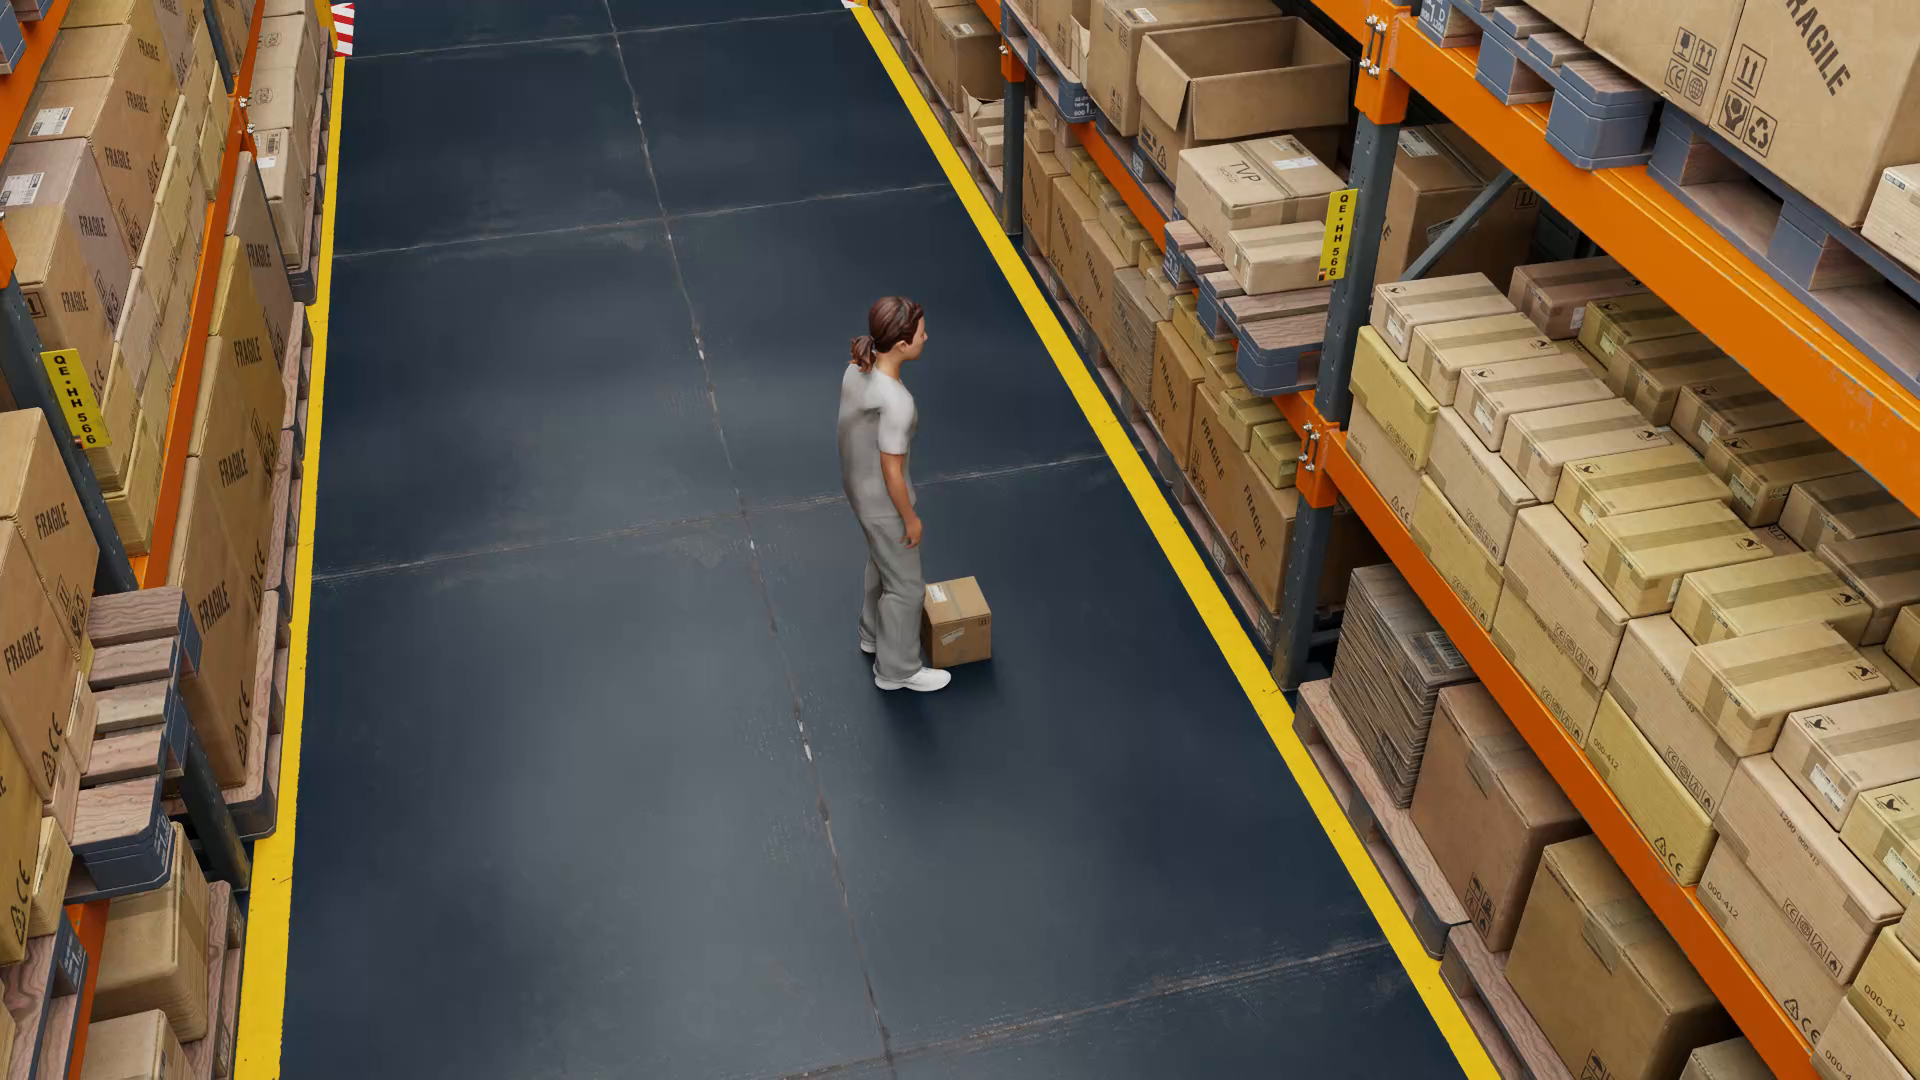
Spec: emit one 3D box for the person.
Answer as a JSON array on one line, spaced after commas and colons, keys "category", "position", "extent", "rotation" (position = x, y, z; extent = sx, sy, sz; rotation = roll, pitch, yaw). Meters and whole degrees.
[{"category": "person", "position": [-0.265, -0.171, 6.371], "extent": [0.362, 1.671, 0.506], "rotation": [-12, 40, -14]}]
